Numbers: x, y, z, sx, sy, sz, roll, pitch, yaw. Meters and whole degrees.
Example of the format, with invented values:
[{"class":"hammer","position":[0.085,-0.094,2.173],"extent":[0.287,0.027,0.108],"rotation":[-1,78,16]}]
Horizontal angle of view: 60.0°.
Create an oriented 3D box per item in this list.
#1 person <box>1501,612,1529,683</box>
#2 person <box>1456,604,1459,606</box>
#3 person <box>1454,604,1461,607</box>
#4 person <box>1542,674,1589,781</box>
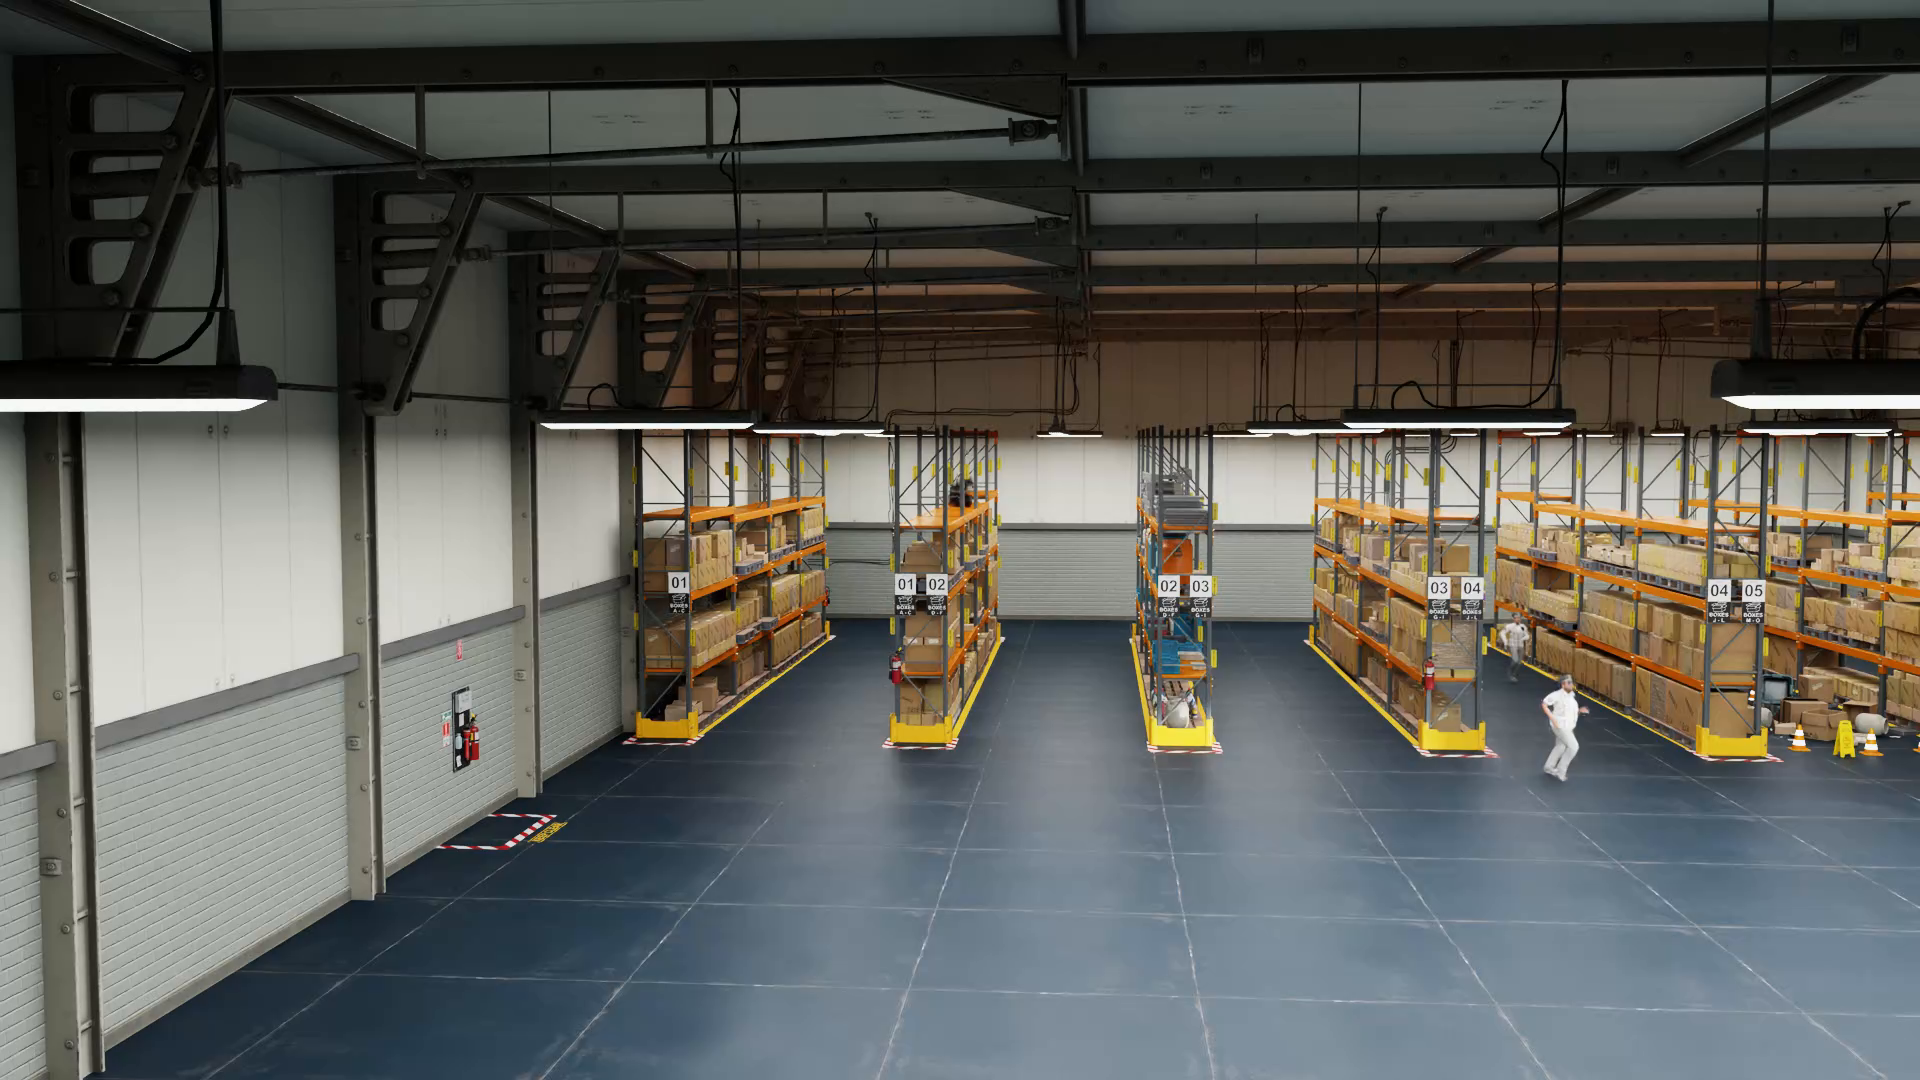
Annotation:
[{"class":"person","position":[13.094,2.523,39.112],"extent":[0.582,1.672,0.640],"rotation":[0,3,-2]},{"class":"person","position":[13.991,2.044,47.199],"extent":[0.574,1.676,0.760],"rotation":[-1,4,-16]},{"class":"person","position":[13.566,2.077,46.263],"extent":[0.714,1.712,0.986],"rotation":[2,4,26]},{"class":"person","position":[10.228,3.175,28.070],"extent":[0.737,1.833,0.626],"rotation":[3,5,44]}]
